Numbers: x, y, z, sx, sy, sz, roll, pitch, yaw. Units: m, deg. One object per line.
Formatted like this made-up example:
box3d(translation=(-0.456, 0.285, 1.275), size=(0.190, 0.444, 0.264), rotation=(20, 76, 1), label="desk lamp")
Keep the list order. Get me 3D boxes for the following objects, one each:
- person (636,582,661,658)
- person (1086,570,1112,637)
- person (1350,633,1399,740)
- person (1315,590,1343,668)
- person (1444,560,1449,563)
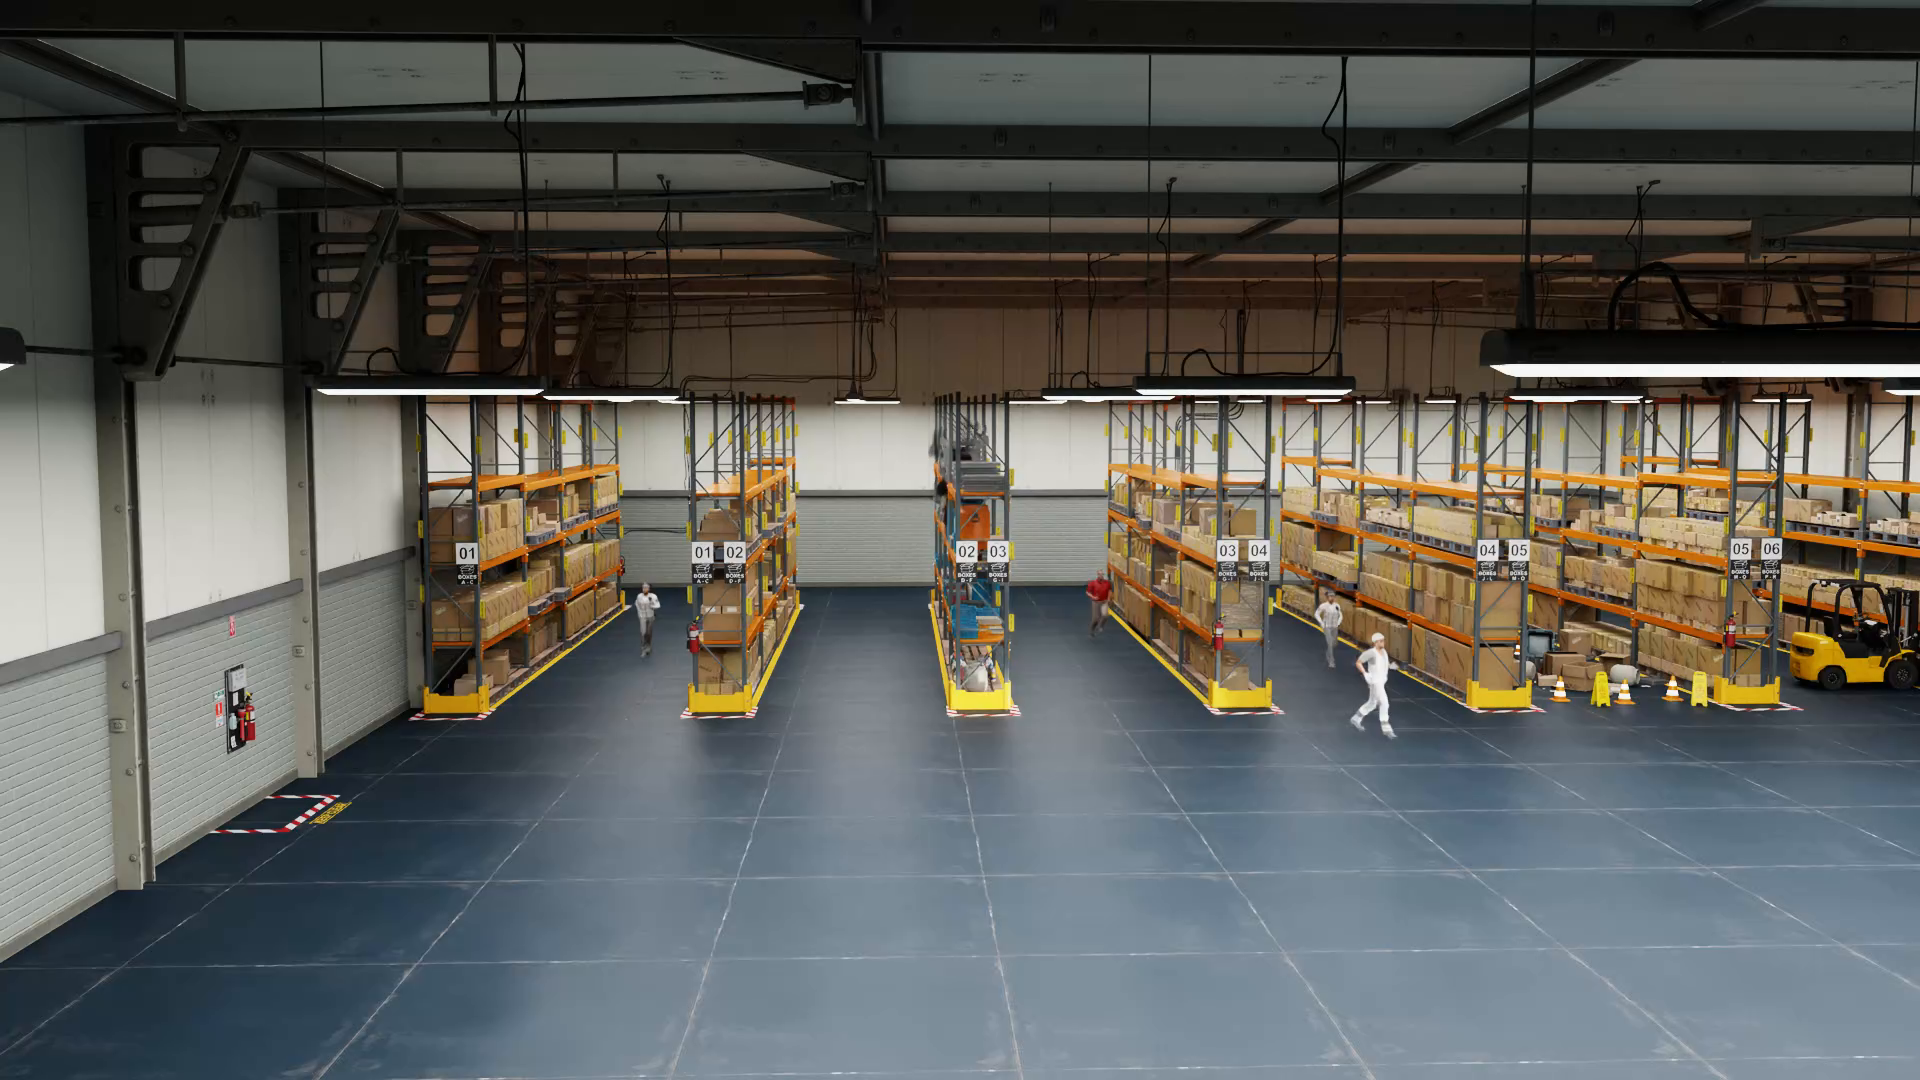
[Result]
box3d(translation=(-7.184, 1.822, 38.301), size=(0.584, 1.749, 0.776), rotation=(-1, 5, -7), label="person")
box3d(translation=(3.390, 1.556, 40.332), size=(0.668, 1.664, 0.797), rotation=(-1, 5, -10), label="person")
box3d(translation=(7.296, 2.419, 28.867), size=(0.777, 1.631, 0.630), rotation=(4, 6, 37), label="person")
box3d(translation=(8.176, 1.941, 36.834), size=(0.625, 1.687, 0.720), rotation=(-1, 5, -8), label="person")
box3d(translation=(14.510, 0.944, 49.365), size=(0.533, 1.659, 0.797), rotation=(2, 5, 19), label="person")
